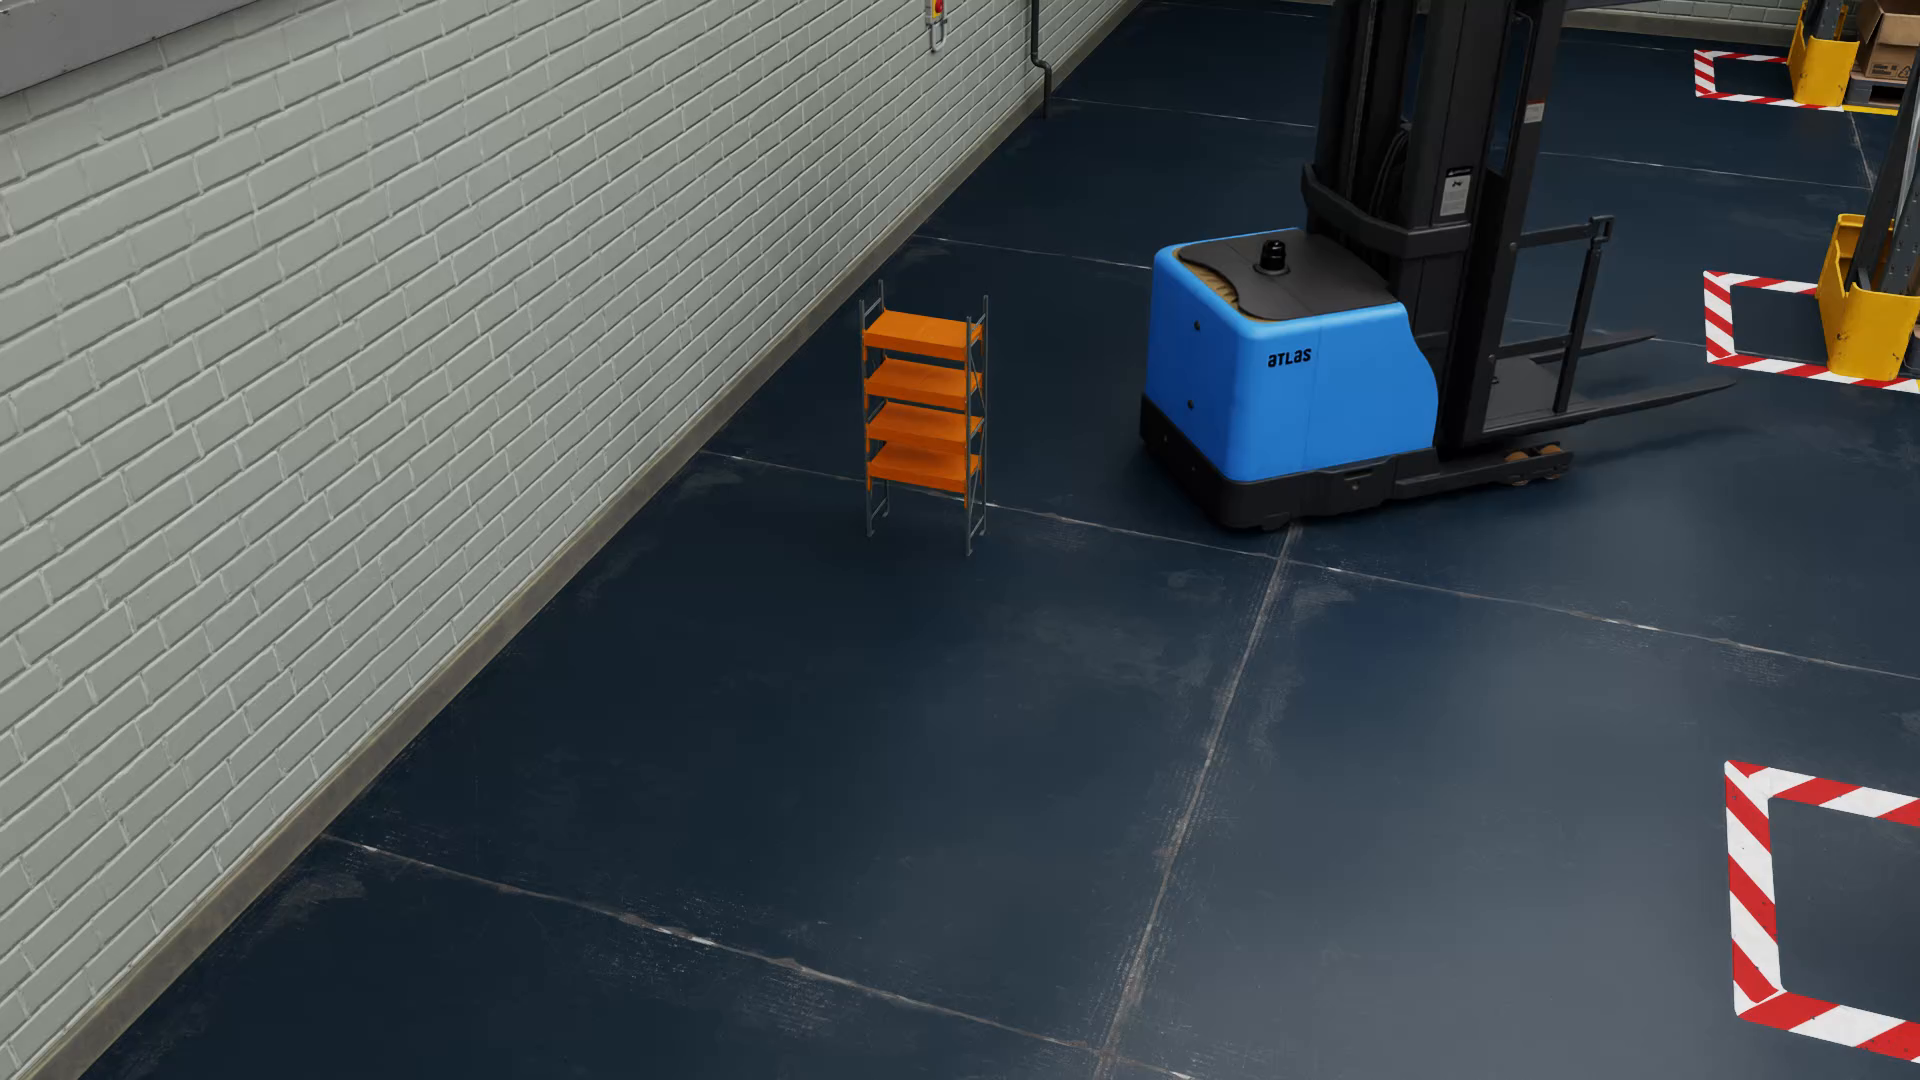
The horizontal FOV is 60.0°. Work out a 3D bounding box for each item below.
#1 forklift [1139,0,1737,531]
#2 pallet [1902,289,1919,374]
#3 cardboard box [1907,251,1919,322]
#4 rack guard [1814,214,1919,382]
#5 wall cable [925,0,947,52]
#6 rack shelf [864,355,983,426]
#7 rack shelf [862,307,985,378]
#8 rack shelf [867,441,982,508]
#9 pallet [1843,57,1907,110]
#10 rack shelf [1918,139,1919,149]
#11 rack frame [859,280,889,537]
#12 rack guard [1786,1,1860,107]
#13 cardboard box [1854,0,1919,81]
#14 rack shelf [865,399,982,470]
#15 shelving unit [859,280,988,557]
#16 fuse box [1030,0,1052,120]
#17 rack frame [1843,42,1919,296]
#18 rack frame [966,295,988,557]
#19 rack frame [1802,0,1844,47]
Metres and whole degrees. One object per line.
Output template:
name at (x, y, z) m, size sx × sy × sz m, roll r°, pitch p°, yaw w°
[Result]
forklift at (2.484, -1.753, 7.763) m, size 3.031 × 2.935 × 1.130 m, roll -11°, pitch 34°, yaw -16°
pallet at (5.950, -1.162, 9.355) m, size 1.213 × 0.211 × 1.003 m, roll 11°, pitch 34°, yaw 16°
cardboard box at (5.826, -1.470, 9.236) m, size 0.875 × 0.438 × 0.875 m, roll 10°, pitch 34°, yaw 15°
rack guard at (5.149, -1.394, 9.448) m, size 0.348 × 0.500 × 1.175 m, roll 11°, pitch 34°, yaw 16°
wall cable at (-0.145, -3.899, 10.059) m, size 0.123 × 1.953 × 0.585 m, roll 11°, pitch 34°, yaw 16°
rack shelf at (-0.156, -0.666, 7.387) m, size 0.480 × 0.148 × 0.258 m, roll 11°, pitch 34°, yaw 16°
rack shelf at (-0.156, -0.864, 7.258) m, size 0.480 × 0.148 × 0.258 m, roll 11°, pitch 34°, yaw 16°
rack shelf at (-0.156, -0.311, 7.616) m, size 0.480 × 0.148 × 0.258 m, roll 11°, pitch 34°, yaw 16°
pallet at (7.665, -3.644, 13.199) m, size 1.213 × 0.211 × 1.003 m, roll 11°, pitch 34°, yaw 16°
rack shelf at (7.054, -1.771, 8.391) m, size 4.000 × 0.370 × 1.077 m, roll 11°, pitch 34°, yaw 16°
rack frame at (-0.386, -0.579, 7.541) m, size 0.015 × 1.200 × 0.240 m, roll 11°, pitch 34°, yaw 16°
rack guard at (6.914, -3.911, 13.346) m, size 0.348 × 0.500 × 1.175 m, roll 11°, pitch 34°, yaw 16°
cardboard box at (7.386, -3.942, 13.005) m, size 0.637 × 0.503 × 0.797 m, roll 10°, pitch 34°, yaw 15°
rack shelf at (-0.156, -0.478, 7.508) m, size 0.480 × 0.148 × 0.258 m, roll 11°, pitch 34°, yaw 16°
shelving unit at (-0.156, -0.534, 7.471) m, size 0.503 × 1.200 × 0.258 m, roll 11°, pitch 34°, yaw 16°
fuse box at (0.701, -3.964, 12.312) m, size 0.414 × 1.711 × 0.539 m, roll 11°, pitch 34°, yaw 16°
rack frame at (5.171, -2.440, 8.763) m, size 0.127 × 3.000 × 1.000 m, roll 11°, pitch 34°, yaw 16°
rack frame at (0.074, -0.490, 7.402) m, size 0.015 × 1.200 × 0.240 m, roll 11°, pitch 34°, yaw 16°
rack frame at (6.842, -4.975, 12.690) m, size 0.127 × 3.000 × 1.000 m, roll 11°, pitch 34°, yaw 16°
